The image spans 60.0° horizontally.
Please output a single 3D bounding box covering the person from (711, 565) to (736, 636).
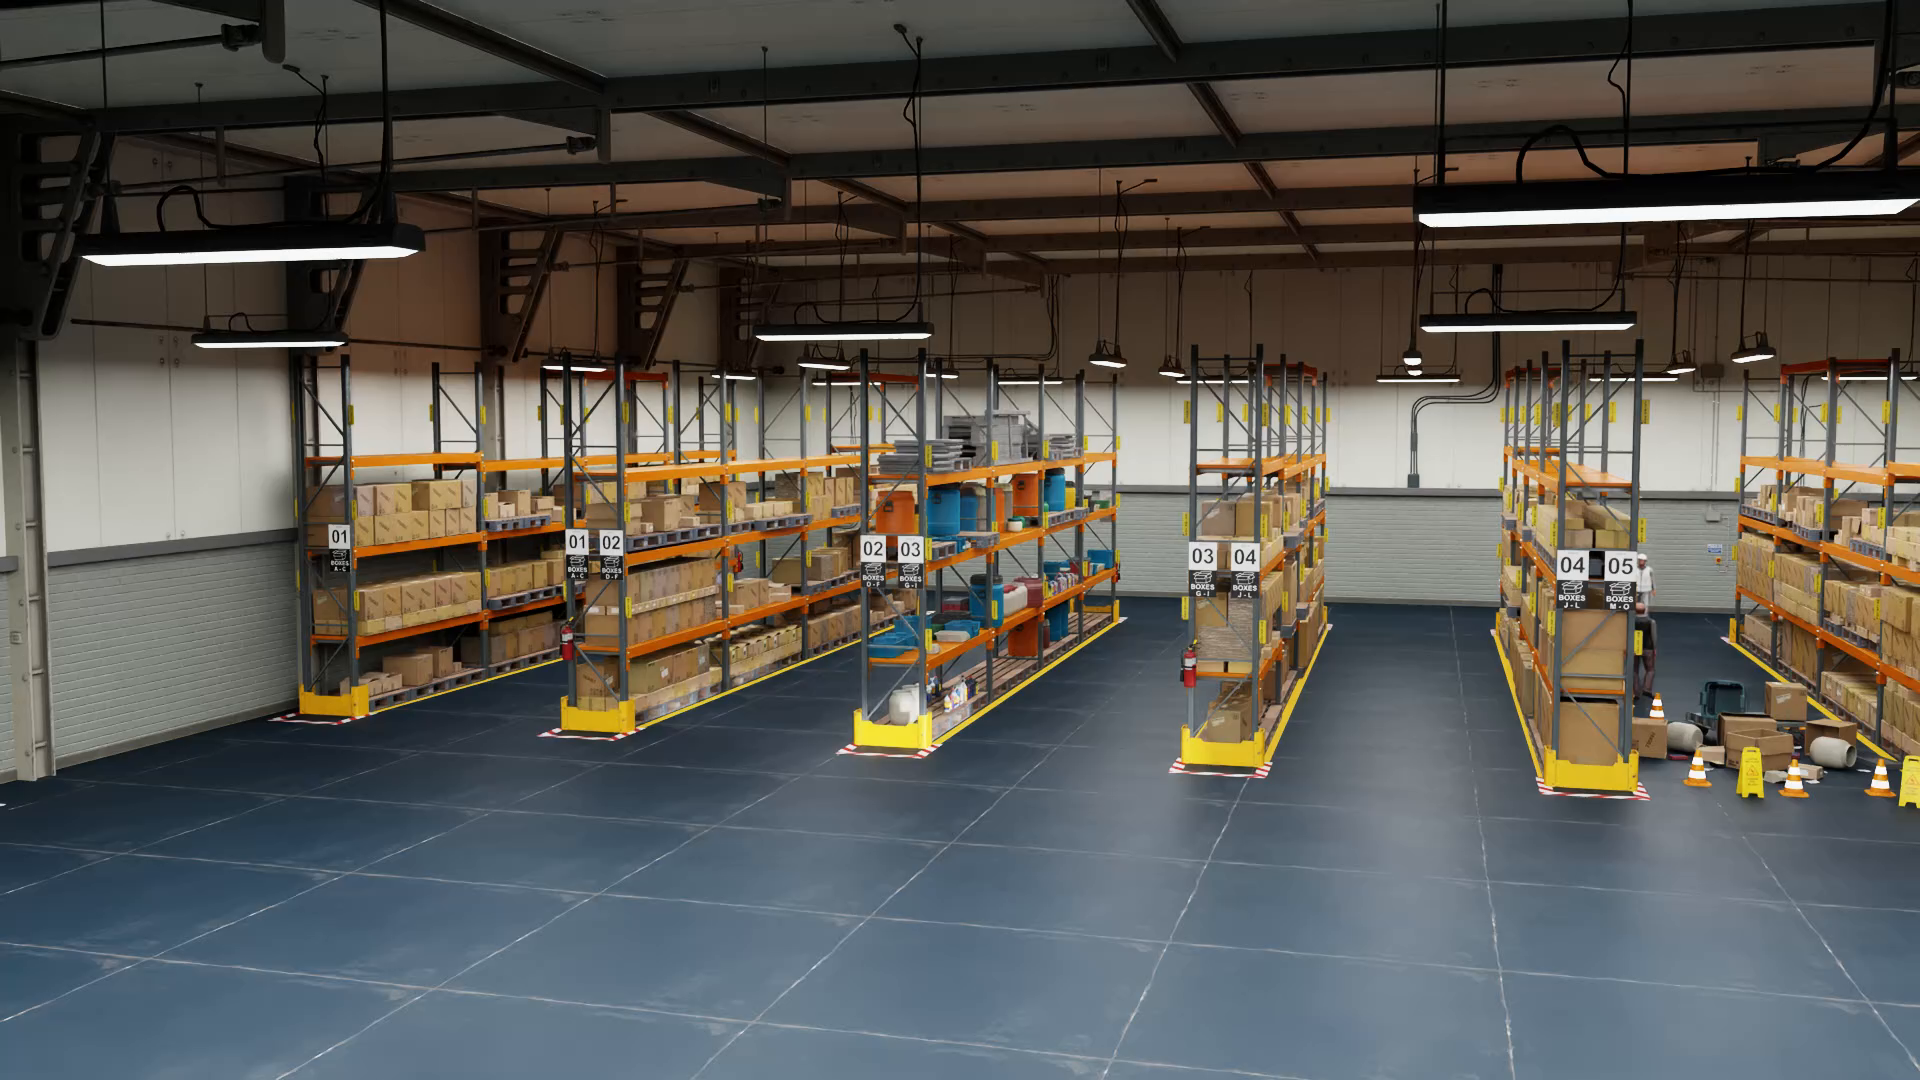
[{"bbox_3d":[-5.402,1.348,37.918,0.547,1.583,1.052,1,4,7],"label":"person"}]

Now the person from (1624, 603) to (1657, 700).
[{"bbox_3d":[11.954,1.960,29.218,0.565,1.720,0.537,1,4,17],"label":"person"}]

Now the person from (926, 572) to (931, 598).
[{"bbox_3d":[-0.964,0.781,45.214,0.410,1.675,0.466,1,5,18],"label":"person"}]

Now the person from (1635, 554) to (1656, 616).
[{"bbox_3d":[16.101,1.181,39.277,0.607,1.715,1.076,2,5,25],"label":"person"}]
